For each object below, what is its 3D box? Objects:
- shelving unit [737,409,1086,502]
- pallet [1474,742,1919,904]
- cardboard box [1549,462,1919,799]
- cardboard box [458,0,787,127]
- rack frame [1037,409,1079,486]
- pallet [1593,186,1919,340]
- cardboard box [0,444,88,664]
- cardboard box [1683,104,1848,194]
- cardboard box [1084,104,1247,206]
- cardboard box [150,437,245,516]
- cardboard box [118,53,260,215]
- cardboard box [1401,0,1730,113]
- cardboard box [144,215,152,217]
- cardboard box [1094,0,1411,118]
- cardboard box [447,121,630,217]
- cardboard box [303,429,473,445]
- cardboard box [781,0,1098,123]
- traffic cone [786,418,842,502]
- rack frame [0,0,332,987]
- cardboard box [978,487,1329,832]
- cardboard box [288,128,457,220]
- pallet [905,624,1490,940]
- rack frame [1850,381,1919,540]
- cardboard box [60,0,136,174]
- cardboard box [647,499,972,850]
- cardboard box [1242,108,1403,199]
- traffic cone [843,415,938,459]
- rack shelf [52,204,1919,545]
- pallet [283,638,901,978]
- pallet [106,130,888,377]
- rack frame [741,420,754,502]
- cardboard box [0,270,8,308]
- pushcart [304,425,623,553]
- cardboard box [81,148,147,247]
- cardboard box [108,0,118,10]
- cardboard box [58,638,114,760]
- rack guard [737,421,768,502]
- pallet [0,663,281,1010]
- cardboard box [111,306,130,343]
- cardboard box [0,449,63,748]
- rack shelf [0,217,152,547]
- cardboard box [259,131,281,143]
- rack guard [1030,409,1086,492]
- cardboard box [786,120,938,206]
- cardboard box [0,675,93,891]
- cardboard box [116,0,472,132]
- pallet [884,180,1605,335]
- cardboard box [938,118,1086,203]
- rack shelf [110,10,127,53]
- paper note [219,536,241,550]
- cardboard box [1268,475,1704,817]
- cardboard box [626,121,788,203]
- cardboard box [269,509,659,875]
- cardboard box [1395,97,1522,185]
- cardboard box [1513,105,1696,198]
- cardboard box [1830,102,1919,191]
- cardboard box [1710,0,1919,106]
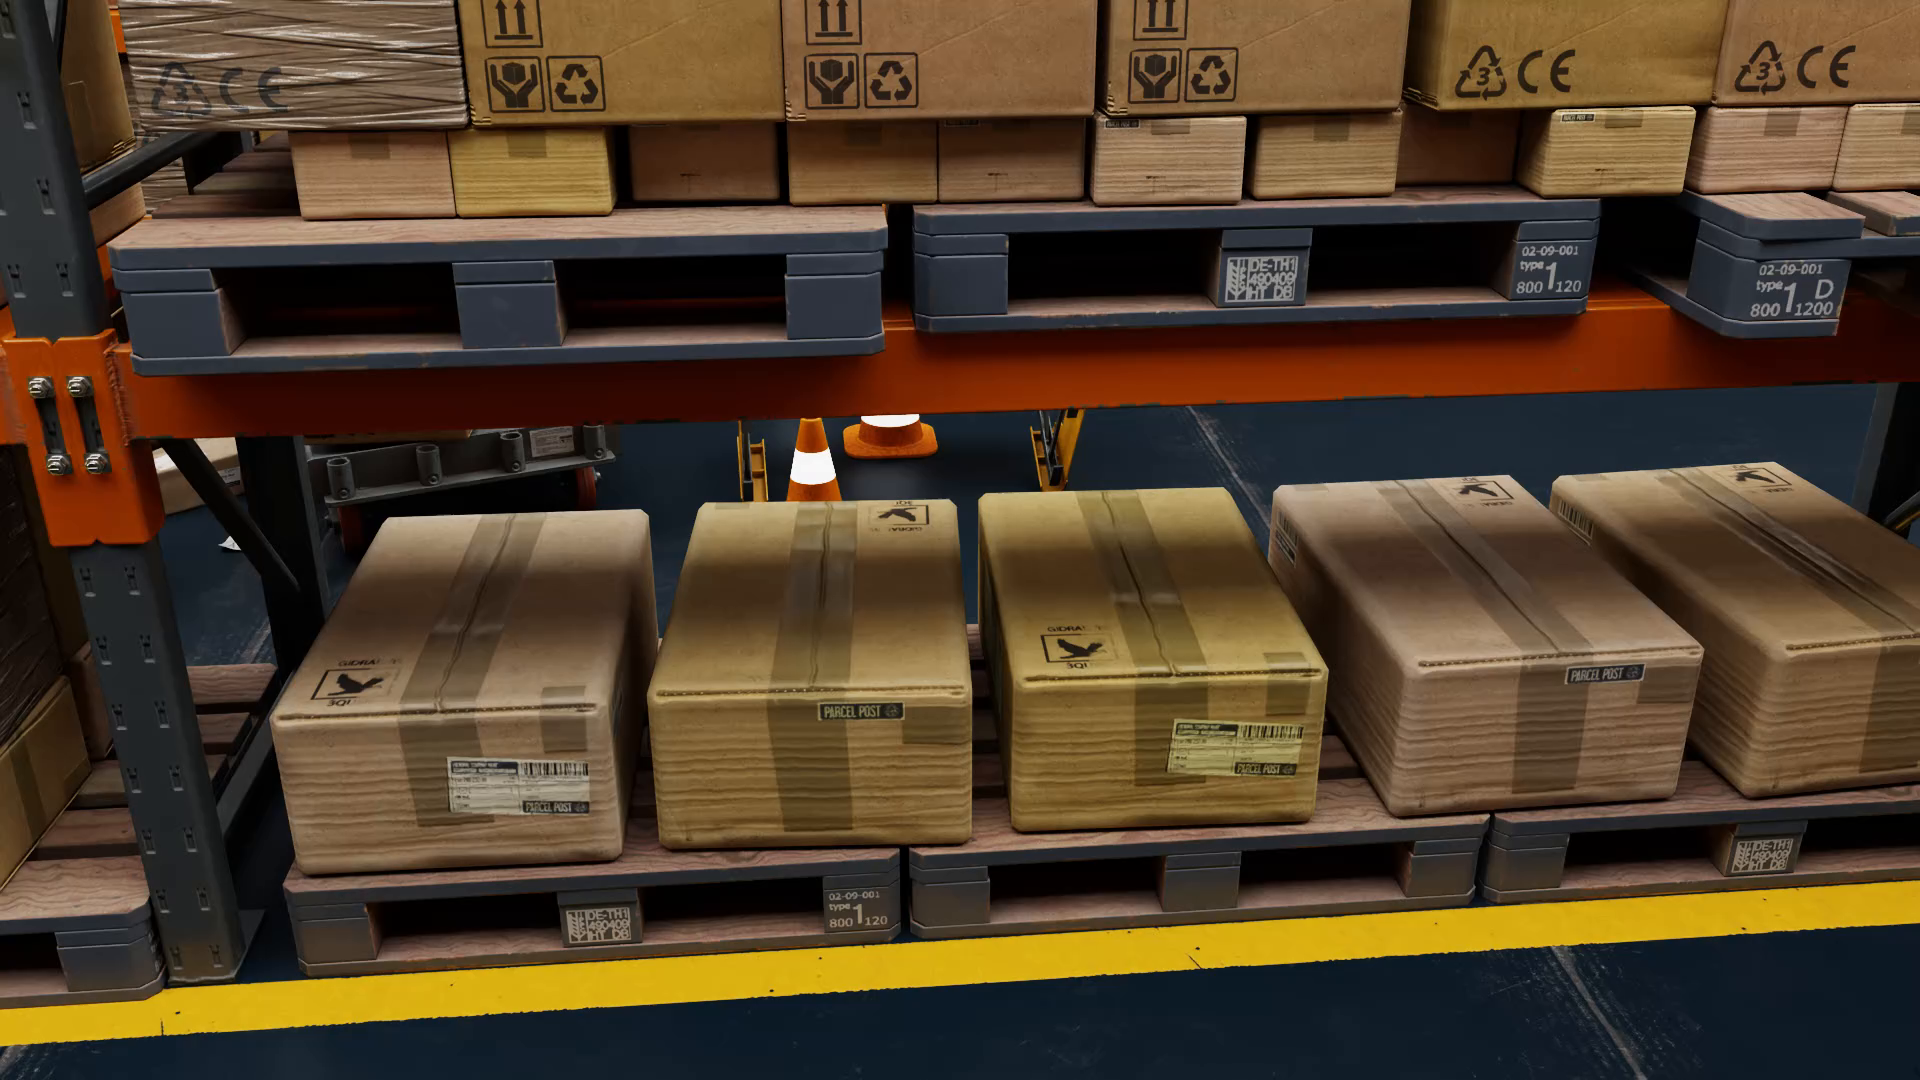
[{"bbox_3d":[-0.245,-0.924,5.669,1.083,0.587,1.500,-3,59,-8],"label":"shelving unit"},{"bbox_3d":[1.661,0.450,3.978,1.213,0.211,1.003,-2,24,-5],"label":"pallet"},{"bbox_3d":[1.876,0.172,3.888,0.625,0.372,0.950,-4,24,-9],"label":"cardboard box"},{"bbox_3d":[-0.549,-0.992,2.782,0.500,0.500,0.500,-2,24,-5],"label":"cardboard box"},{"bbox_3d":[0.248,-0.951,5.740,0.032,0.500,1.500,-3,59,-8],"label":"rack frame"},{"bbox_3d":[1.740,-0.696,3.359,1.003,0.211,1.213,-2,24,-5],"label":"pallet"},{"bbox_3d":[-2.155,-0.059,3.635,0.500,0.500,0.500,-1,24,-3],"label":"cardboard box"},{"bbox_3d":[1.379,-0.749,3.035,0.250,0.149,0.380,-3,24,-8],"label":"cardboard box"},{"bbox_3d":[0.339,-0.708,2.941,0.250,0.149,0.380,-1,24,-3],"label":"cardboard box"},{"bbox_3d":[-2.563,-0.281,5.555,0.258,0.266,0.396,22,32,40],"label":"cardboard box"},{"bbox_3d":[-3.658,-1.879,7.883,0.875,0.875,0.875,-2,24,-5],"label":"cardboard box"},{"bbox_3d":[0.998,-1.052,2.918,0.500,0.500,0.500,-4,24,-9],"label":"cardboard box"},{"bbox_3d":[-3.573,-1.074,7.048,0.500,0.500,0.500,2,24,4],"label":"cardboard box"},{"bbox_3d":[0.455,-1.031,2.870,0.500,0.500,0.500,-3,24,-7],"label":"cardboard box"},{"bbox_3d":[-0.711,-0.673,2.864,0.250,0.149,0.380,-2,24,-4],"label":"cardboard box"},{"bbox_3d":[-1.747,-0.618,5.091,0.500,0.500,0.500,-2,24,-5],"label":"cardboard box"},{"bbox_3d":[-0.055,-1.006,2.814,0.500,0.500,0.500,-2,24,-5],"label":"cardboard box"},{"bbox_3d":[-0.445,-0.152,5.021,0.334,0.463,0.336,-2,24,-5],"label":"traffic cone"},{"bbox_3d":[-1.542,-0.695,3.122,0.127,3.000,1.000,-2,24,-5],"label":"rack frame"},{"bbox_3d":[0.387,0.233,3.751,0.625,0.372,0.950,-2,24,-3],"label":"cardboard box"},{"bbox_3d":[-0.961,-0.667,2.850,0.250,0.149,0.380,-2,24,-4],"label":"cardboard box"},{"bbox_3d":[0.450,0.497,3.872,1.213,0.211,1.003,-2,24,-5],"label":"pallet"},{"bbox_3d":[2.439,-0.855,3.481,0.127,3.000,1.000,-2,24,-5],"label":"rack frame"},{"bbox_3d":[-2.007,-0.972,3.255,0.500,0.500,0.500,-2,24,-5],"label":"cardboard box"},{"bbox_3d":[-0.305,0.261,3.687,0.625,0.372,0.950,-1,24,-2],"label":"cardboard box"},{"bbox_3d":[0.602,-0.730,2.992,0.250,0.149,0.380,-3,24,-7],"label":"cardboard box"},{"bbox_3d":[-0.255,-0.567,5.957,0.334,0.463,0.336,-2,24,-5],"label":"traffic cone"},{"bbox_3d":[0.449,-0.447,3.447,4.000,0.370,1.077,-2,24,-5],"label":"rack shelf"},{"bbox_3d":[-0.767,0.547,3.759,1.213,0.211,1.003,-2,24,-5],"label":"pallet"},{"bbox_3d":[-0.767,-0.580,3.097,1.213,0.211,1.003,-2,24,-5],"label":"pallet"},{"bbox_3d":[-0.756,-0.895,5.596,0.032,0.500,1.500,-3,59,-8],"label":"rack frame"},{"bbox_3d":[-1.832,-0.445,2.867,0.250,0.149,0.380,-3,24,-6],"label":"cardboard box"},{"bbox_3d":[-1.816,-0.417,5.723,0.936,0.377,1.648,-11,26,-23],"label":"pushcart"},{"bbox_3d":[-1.887,-0.698,3.436,0.250,0.149,0.380,-2,24,-5],"label":"cardboard box"},{"bbox_3d":[-3.589,-2.736,7.528,0.550,0.550,0.875,-2,24,-5],"label":"cardboard box"},{"bbox_3d":[-2.155,0.284,3.787,0.500,0.250,0.500,-3,24,-8],"label":"cardboard box"},{"bbox_3d":[-0.662,-0.364,5.280,0.087,0.587,0.250,-3,59,-8],"label":"rack guard"},{"bbox_3d":[-2.207,0.620,3.595,1.213,0.211,1.003,-2,24,-5],"label":"pallet"},{"bbox_3d":[-3.093,-0.591,5.793,0.503,0.637,0.797,-2,24,-5],"label":"cardboard box"},{"bbox_3d":[-2.104,0.159,3.145,0.500,0.500,0.500,-3,24,-6],"label":"cardboard box"},{"bbox_3d":[-3.532,-0.287,3.088,4.000,0.370,1.077,-2,24,-5],"label":"rack shelf"},{"bbox_3d":[-2.762,-1.916,7.967,0.875,0.875,0.875,-2,24,-4],"label":"cardboard box"},{"bbox_3d":[0.322,-0.418,5.422,0.087,0.587,0.250,-3,59,-8],"label":"rack guard"},{"bbox_3d":[-0.177,-0.709,2.944,0.250,0.149,0.380,-2,24,-4],"label":"cardboard box"},{"bbox_3d":[-2.104,0.501,3.297,0.500,0.250,0.500,-1,24,-3],"label":"cardboard box"},{"bbox_3d":[-1.047,-0.972,2.737,0.500,0.500,0.500,-2,24,-4],"label":"cardboard box"},{"bbox_3d":[0.473,-0.672,3.305,1.213,0.211,1.003,-2,24,-5],"label":"pallet"},{"bbox_3d":[0.070,-0.718,2.965,0.250,0.149,0.380,-2,24,-5],"label":"cardboard box"},{"bbox_3d":[-4.119,-2.284,7.580,4.000,0.370,1.077,-2,24,-5],"label":"rack shelf"},{"bbox_3d":[-2.237,-0.007,5.228,0.142,0.019,0.148,-2,24,-5],"label":"paper note"},{"bbox_3d":[1.142,0.205,3.814,0.625,0.372,0.950,-3,24,-6],"label":"cardboard box"},{"bbox_3d":[-0.437,-0.716,2.959,0.250,0.149,0.380,-1,24,-2],"label":"cardboard box"},{"bbox_3d":[-1.020,0.291,3.619,0.625,0.372,0.950,-2,24,-4],"label":"cardboard box"},{"bbox_3d":[0.844,-0.773,3.089,0.250,0.149,0.380,-2,24,-5],"label":"cardboard box"},{"bbox_3d":[1.106,-0.732,2.997,0.250,0.149,0.380,-2,24,-4],"label":"cardboard box"},{"bbox_3d":[1.630,-0.756,3.050,0.250,0.149,0.380,-2,24,-6],"label":"cardboard box"},{"bbox_3d":[1.500,-1.073,2.965,0.500,0.500,0.500,-3,24,-6],"label":"cardboard box"}]
